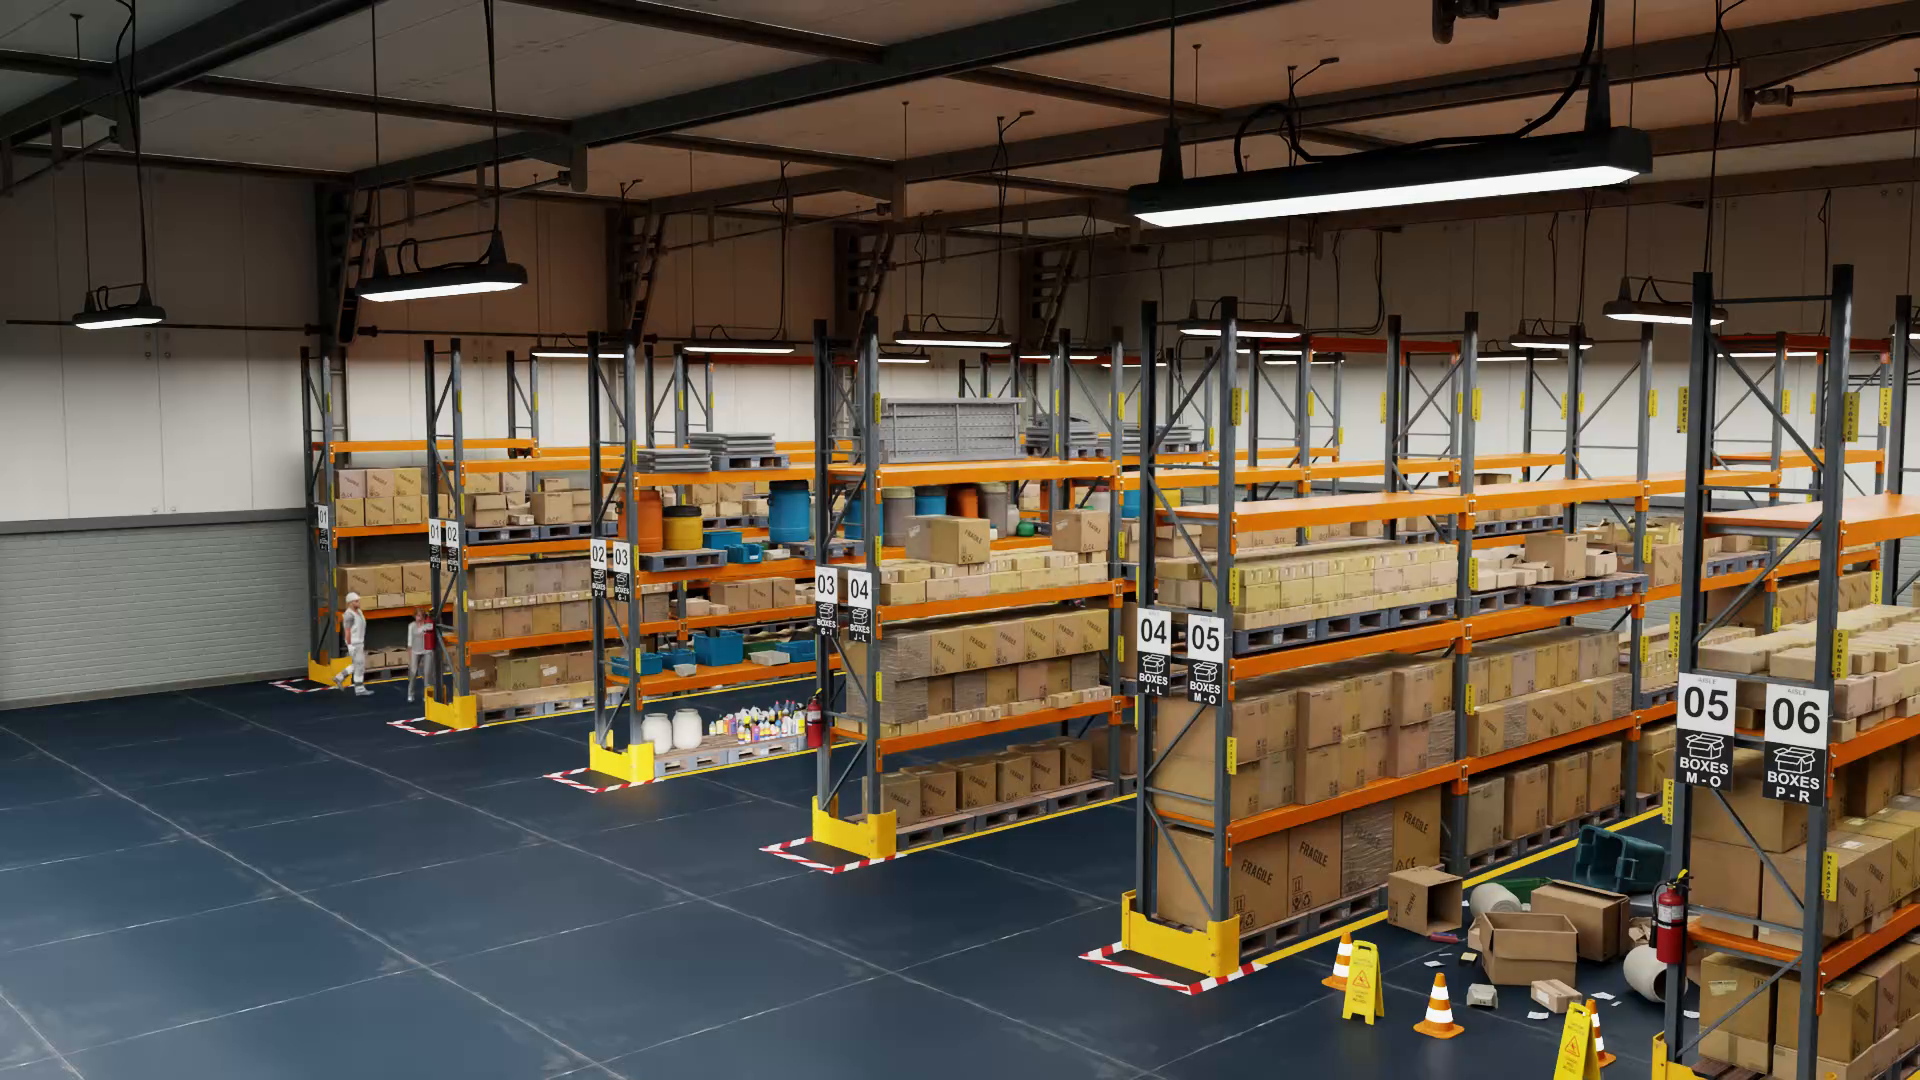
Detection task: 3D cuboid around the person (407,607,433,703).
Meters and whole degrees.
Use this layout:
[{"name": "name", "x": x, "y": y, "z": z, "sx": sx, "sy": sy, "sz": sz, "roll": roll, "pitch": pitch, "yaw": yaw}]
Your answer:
[{"name": "person", "x": -9.082, "y": 1.945, "z": 27.985, "sx": 0.483, "sy": 1.639, "sz": 0.333, "roll": -2, "pitch": 5, "yaw": -19}]

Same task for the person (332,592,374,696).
[{"name": "person", "x": -10.362, "y": 1.772, "z": 28.333, "sx": 0.683, "sy": 1.778, "sz": 0.540, "roll": -1, "pitch": 5, "yaw": -14}]

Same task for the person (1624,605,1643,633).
[{"name": "person", "x": 11.746, "y": 1.712, "z": 29.012, "sx": 0.392, "sy": 1.785, "sz": 0.609, "roll": 2, "pitch": 6, "yaw": 25}]
